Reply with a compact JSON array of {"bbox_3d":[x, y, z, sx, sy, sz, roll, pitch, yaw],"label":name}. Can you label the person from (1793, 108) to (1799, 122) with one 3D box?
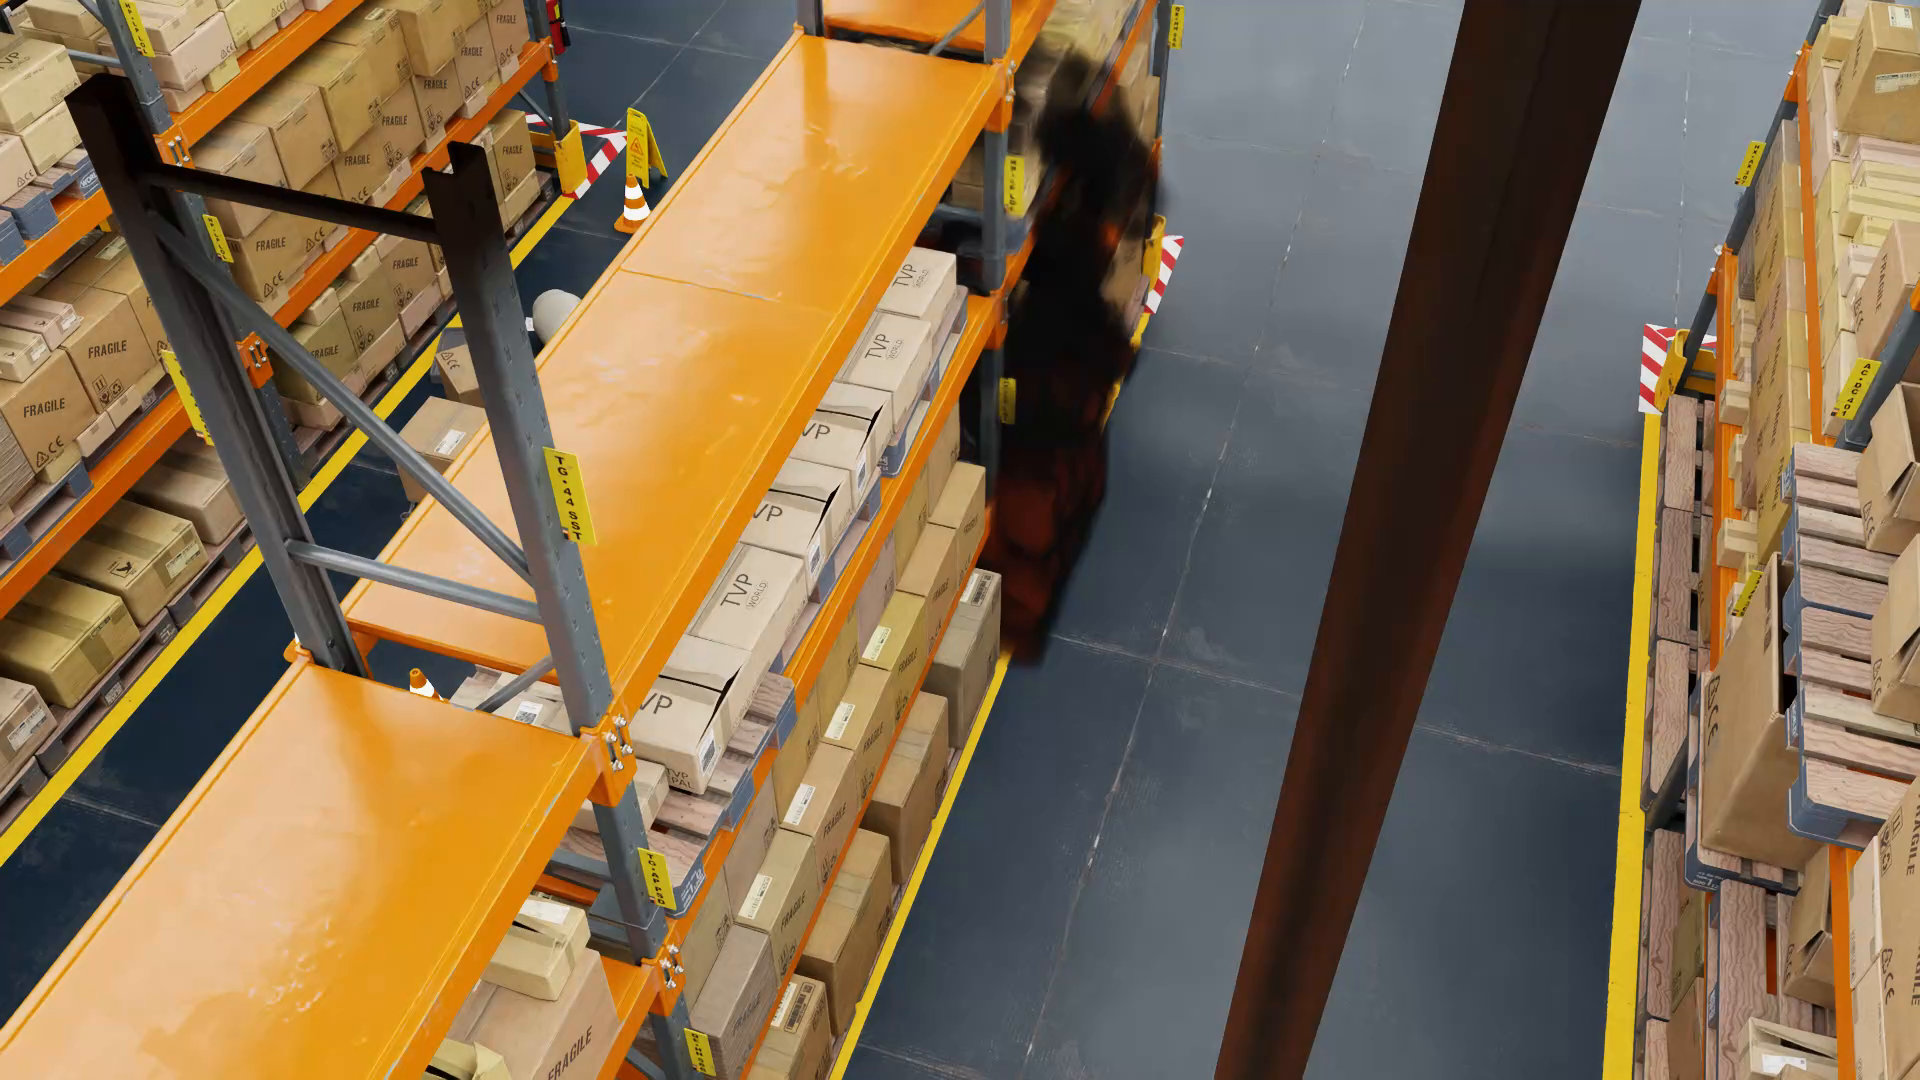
[{"bbox_3d":[6.210,-3.038,12.480,0.526,0.797,0.461,-25,51,-23],"label":"person"}]
